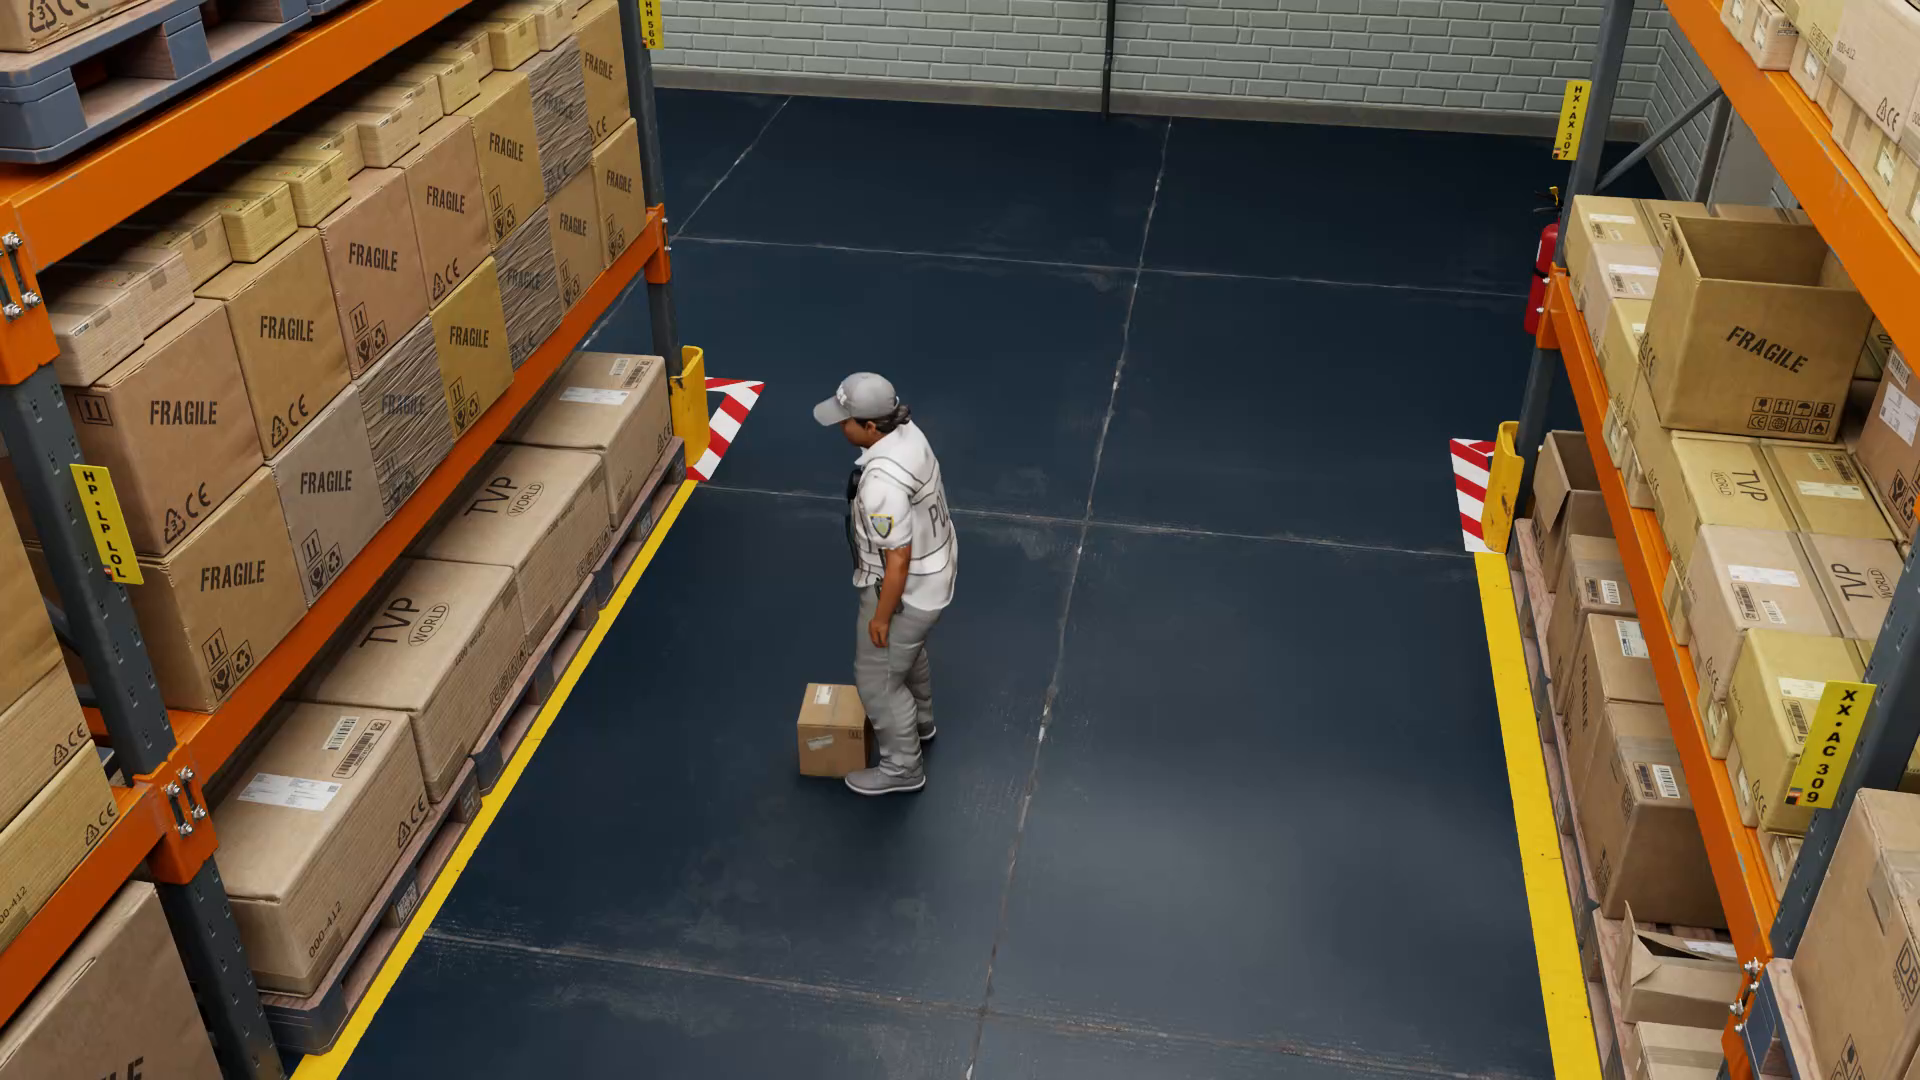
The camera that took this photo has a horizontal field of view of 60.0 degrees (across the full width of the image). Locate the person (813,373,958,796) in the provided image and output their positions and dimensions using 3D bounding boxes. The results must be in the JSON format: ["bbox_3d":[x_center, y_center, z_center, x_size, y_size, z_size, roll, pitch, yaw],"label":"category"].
[{"bbox_3d":[-0.248,0.145,5.906,0.468,1.664,0.551,4,33,6],"label":"person"}]
